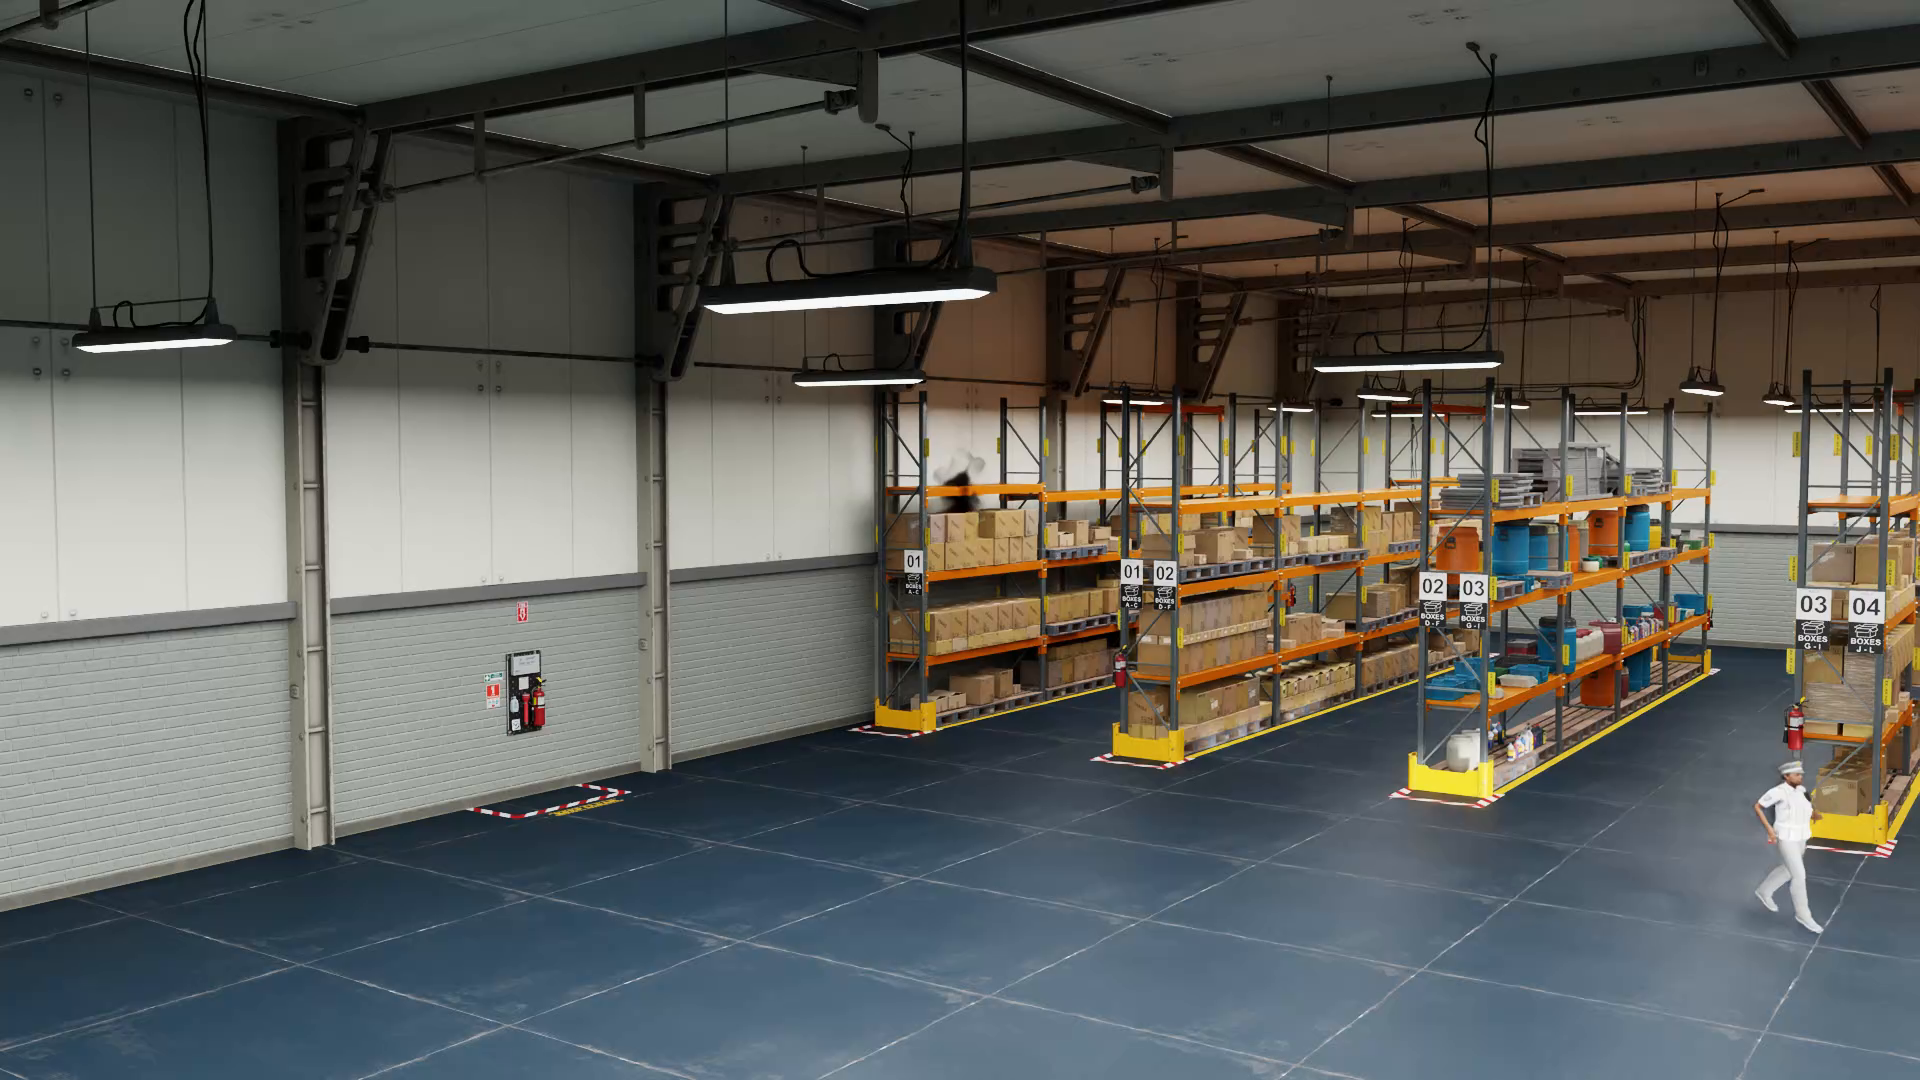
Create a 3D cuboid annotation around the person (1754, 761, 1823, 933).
[{"bbox_3d":[8.737,3.166,17.513,0.562,1.721,0.885,-2,4,-27],"label":"person"}]
